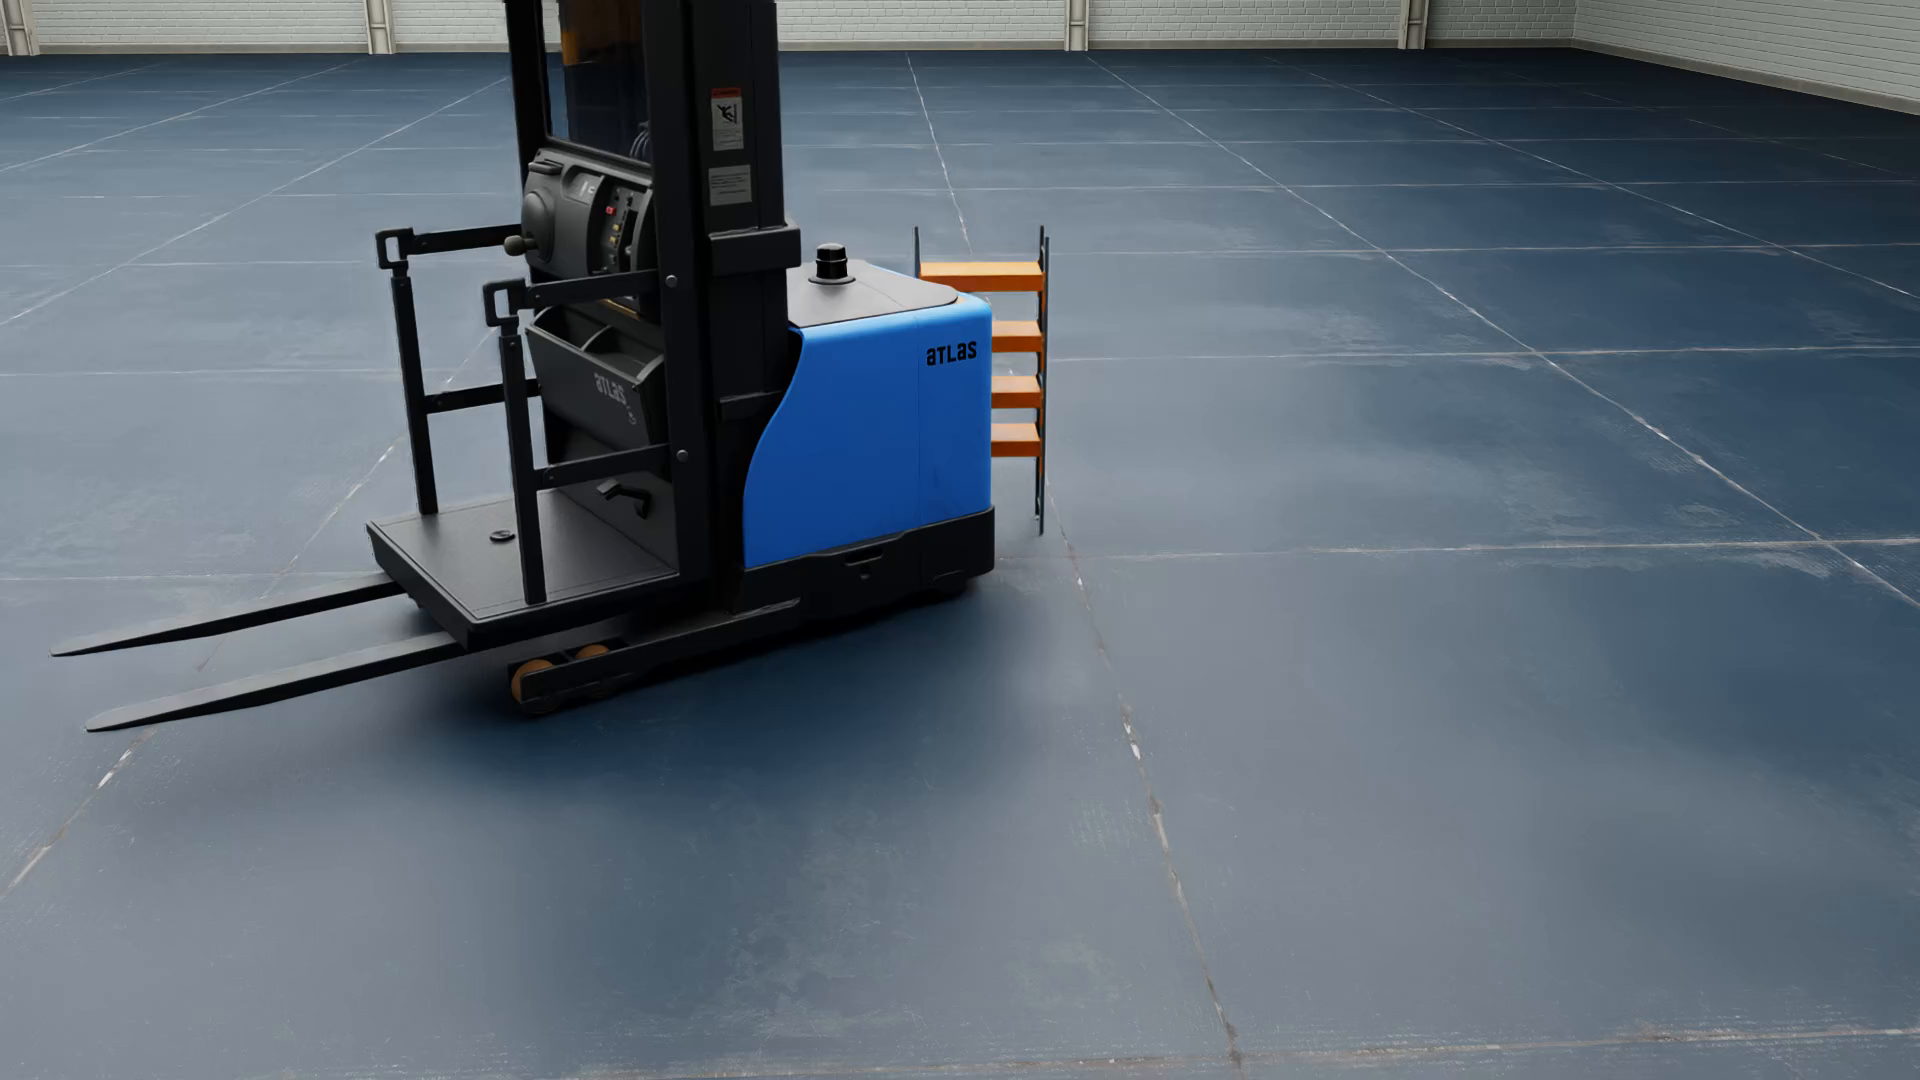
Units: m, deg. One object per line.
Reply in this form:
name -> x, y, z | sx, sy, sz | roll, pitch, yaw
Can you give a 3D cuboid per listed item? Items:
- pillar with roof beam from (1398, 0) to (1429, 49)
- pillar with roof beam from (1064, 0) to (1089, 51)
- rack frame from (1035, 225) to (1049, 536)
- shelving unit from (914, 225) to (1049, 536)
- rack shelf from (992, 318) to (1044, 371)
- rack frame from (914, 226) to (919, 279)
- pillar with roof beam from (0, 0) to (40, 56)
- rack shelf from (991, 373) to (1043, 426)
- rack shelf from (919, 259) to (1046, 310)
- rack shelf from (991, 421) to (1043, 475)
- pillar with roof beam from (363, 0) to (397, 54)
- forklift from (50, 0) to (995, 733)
pillar with roof beam -> 8.276, -11.430, 23.996 | 0.400, 9.000, 9.100 | -1, 21, -3
pillar with roof beam -> 2.286, -11.308, 23.676 | 0.400, 9.000, 9.100 | -1, 21, -3
rack frame -> 0.323, -0.620, 6.564 | 0.015, 1.200, 0.240 | -1, 21, -2
shelving unit -> 0.079, -0.617, 6.555 | 0.503, 1.200, 0.258 | -1, 21, -2
rack shelf -> 0.079, -0.763, 6.499 | 0.480, 0.148, 0.258 | -1, 21, -2
rack frame -> -0.165, -0.613, 6.546 | 0.015, 1.200, 0.240 | -1, 21, -2
pillar with roof beam -> -15.685, -10.943, 22.716 | 0.400, 9.000, 9.100 | -1, 21, -3
rack shelf -> 0.079, -0.554, 6.579 | 0.480, 0.148, 0.258 | -1, 21, -2
rack shelf -> 0.079, -0.984, 6.415 | 0.480, 0.148, 0.258 | -1, 21, -2
rack shelf -> 0.079, -0.368, 6.649 | 0.480, 0.148, 0.258 | -1, 21, -2
pillar with roof beam -> -9.694, -11.065, 23.036 | 0.400, 9.000, 9.100 | -1, 21, -3
forklift -> -1.371, -1.040, 5.232 | 3.031, 2.935, 1.130 | -14, 25, -33
